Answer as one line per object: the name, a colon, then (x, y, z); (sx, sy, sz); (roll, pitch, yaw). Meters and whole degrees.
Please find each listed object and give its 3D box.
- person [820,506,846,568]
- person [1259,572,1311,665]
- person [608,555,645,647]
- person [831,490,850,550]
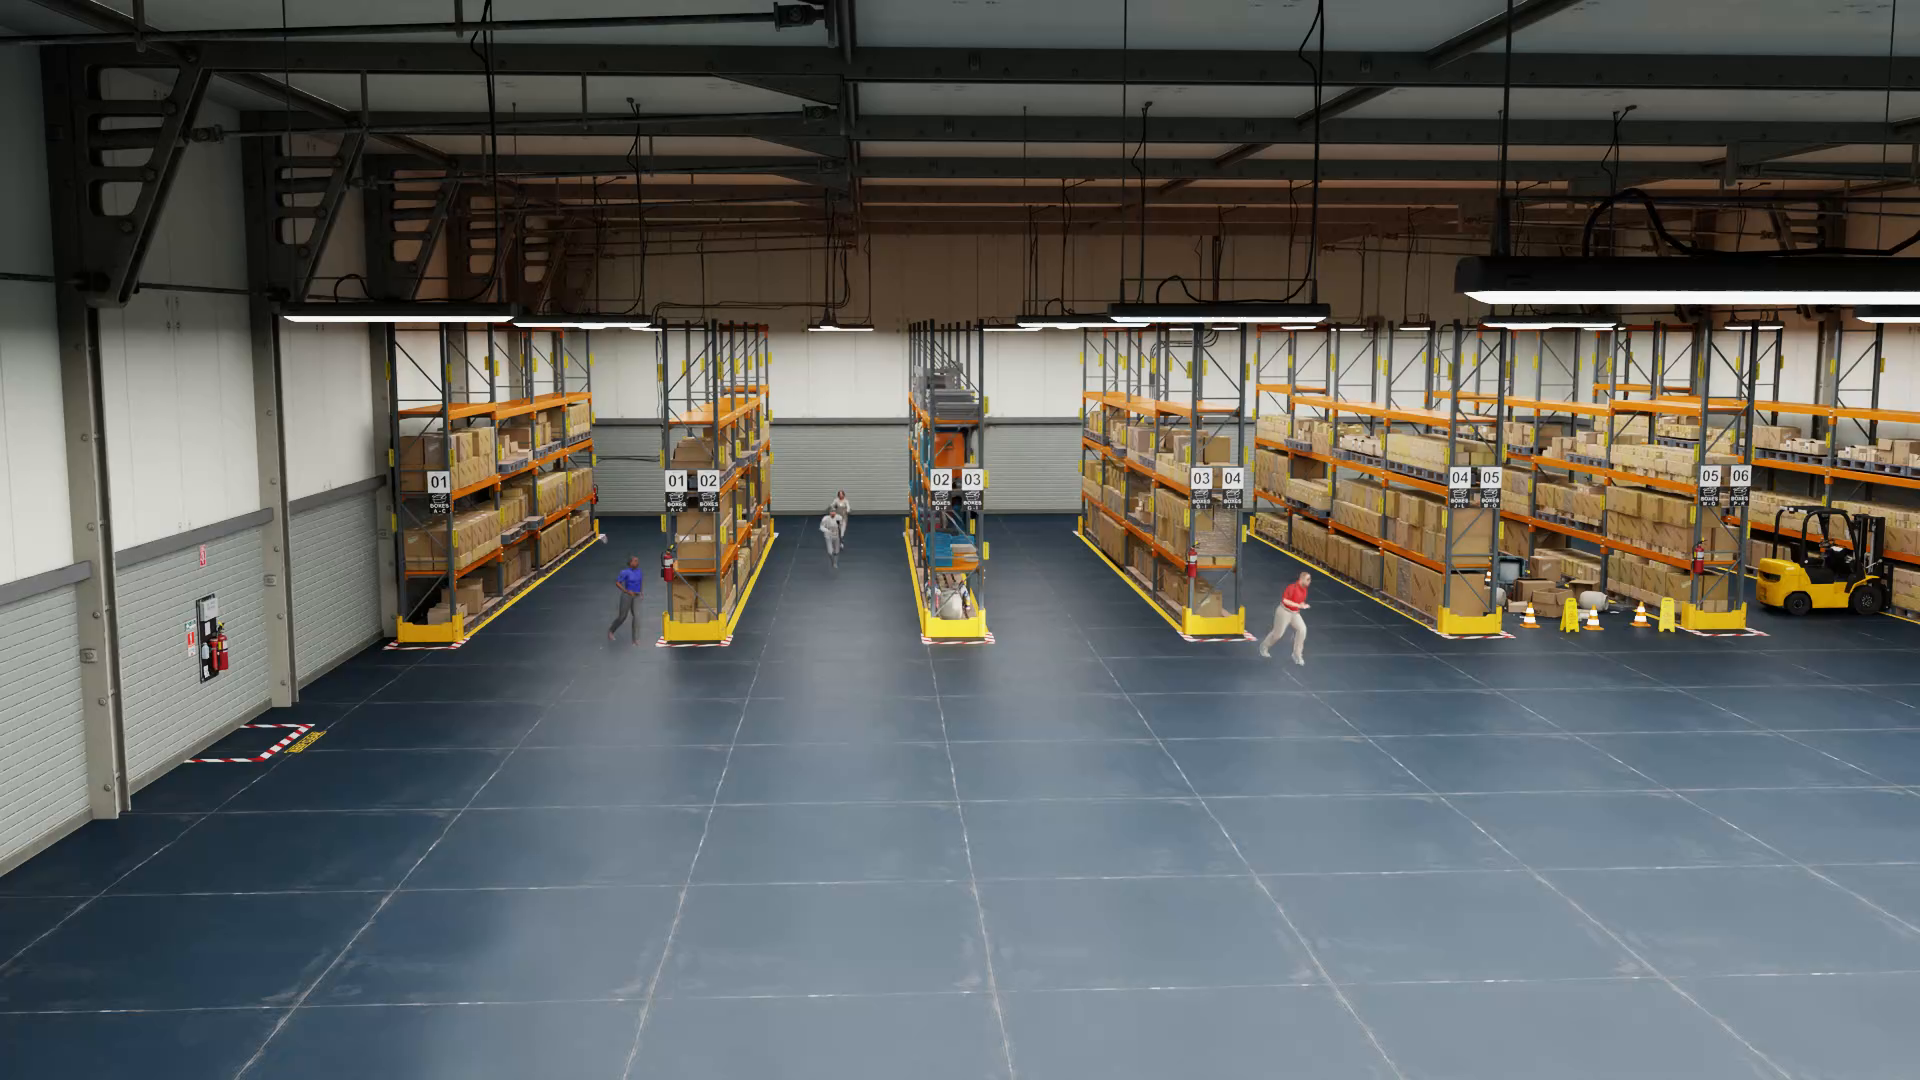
person: (-2.958, -0.082, 38.843); (0.604, 1.492, 0.671); (-1, 7, -5)
person: (5.713, 1.358, 29.141); (1.015, 1.696, 0.707); (7, 10, 43)
person: (-6.082, 1.154, 30.814); (0.659, 1.538, 0.923); (-6, 10, -42)
person: (-3.171, -0.531, 44.217); (0.506, 1.592, 0.662); (-2, 7, -13)
